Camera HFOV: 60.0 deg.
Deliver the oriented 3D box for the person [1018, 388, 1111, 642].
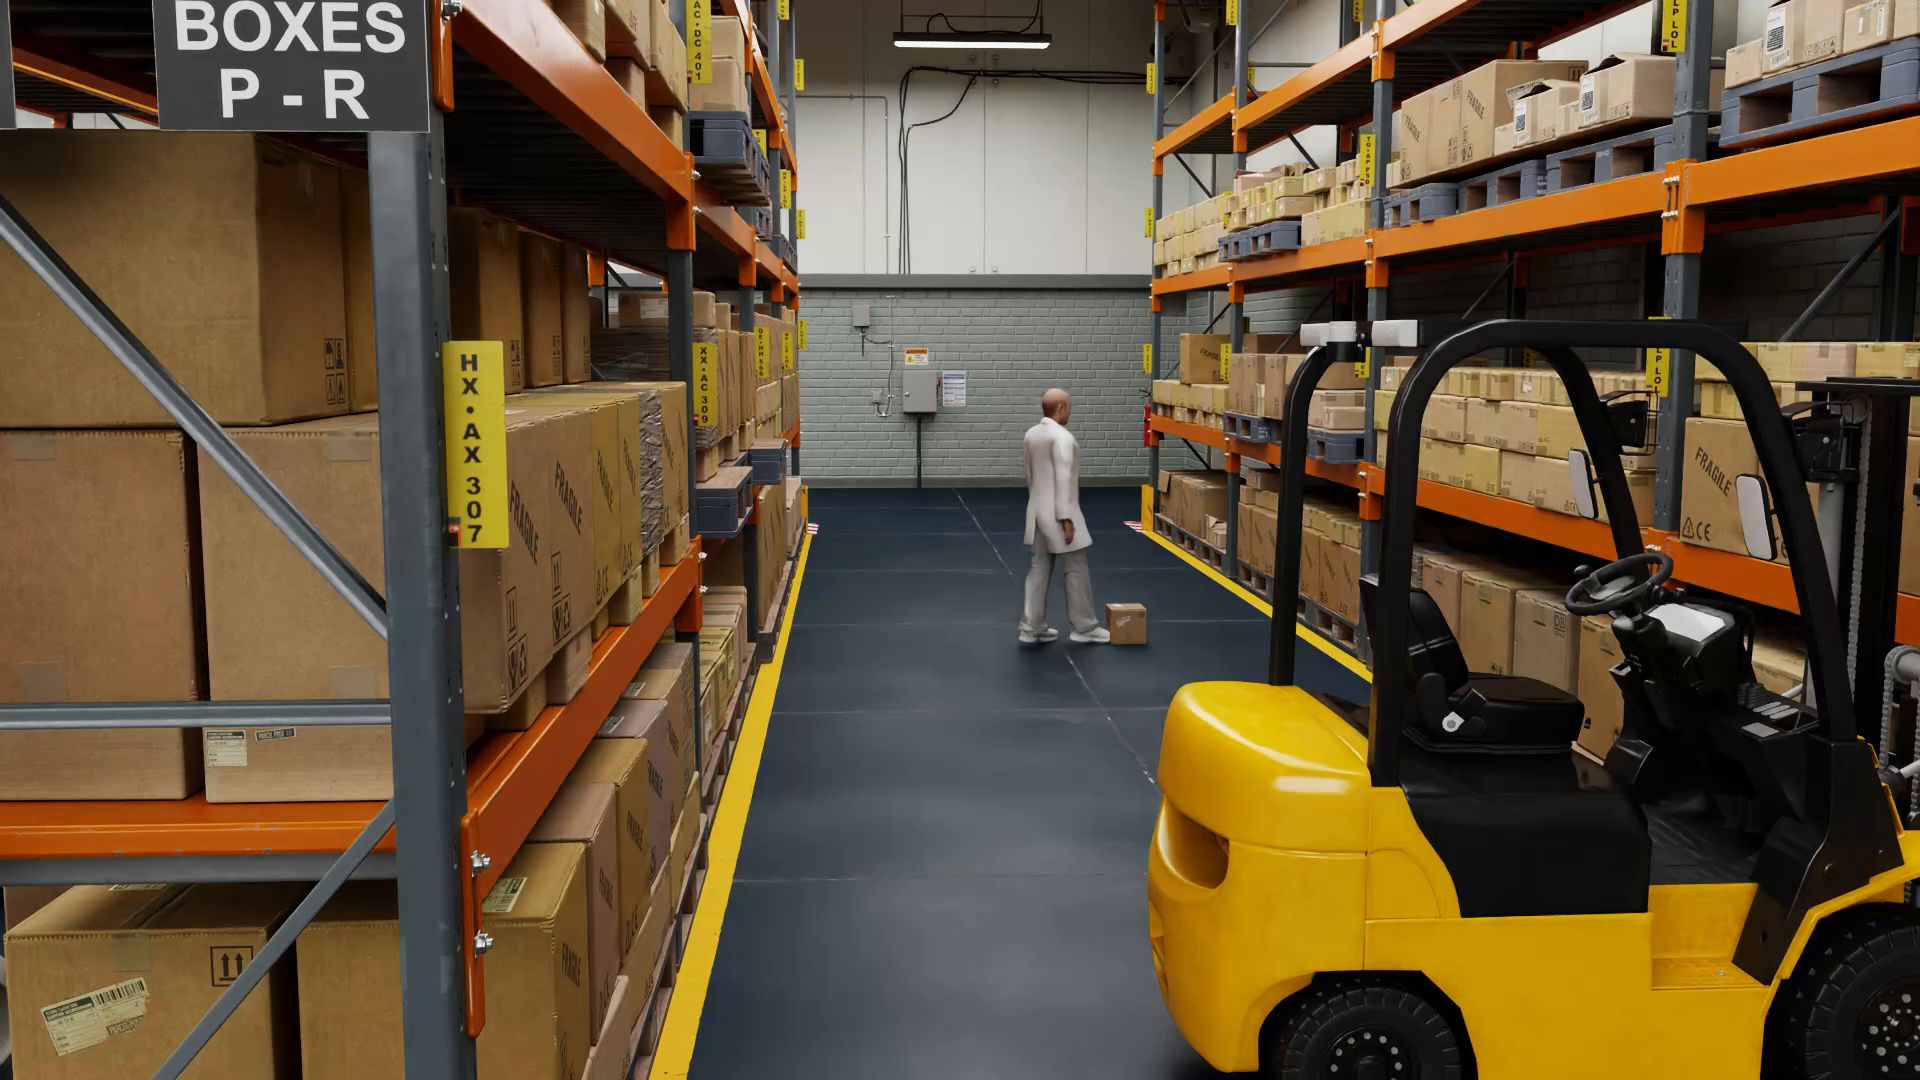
[{"bbox_3d":[0.731,-0.169,11.631,0.702,1.777,0.633,-4,8,-30],"label":"person"}]
